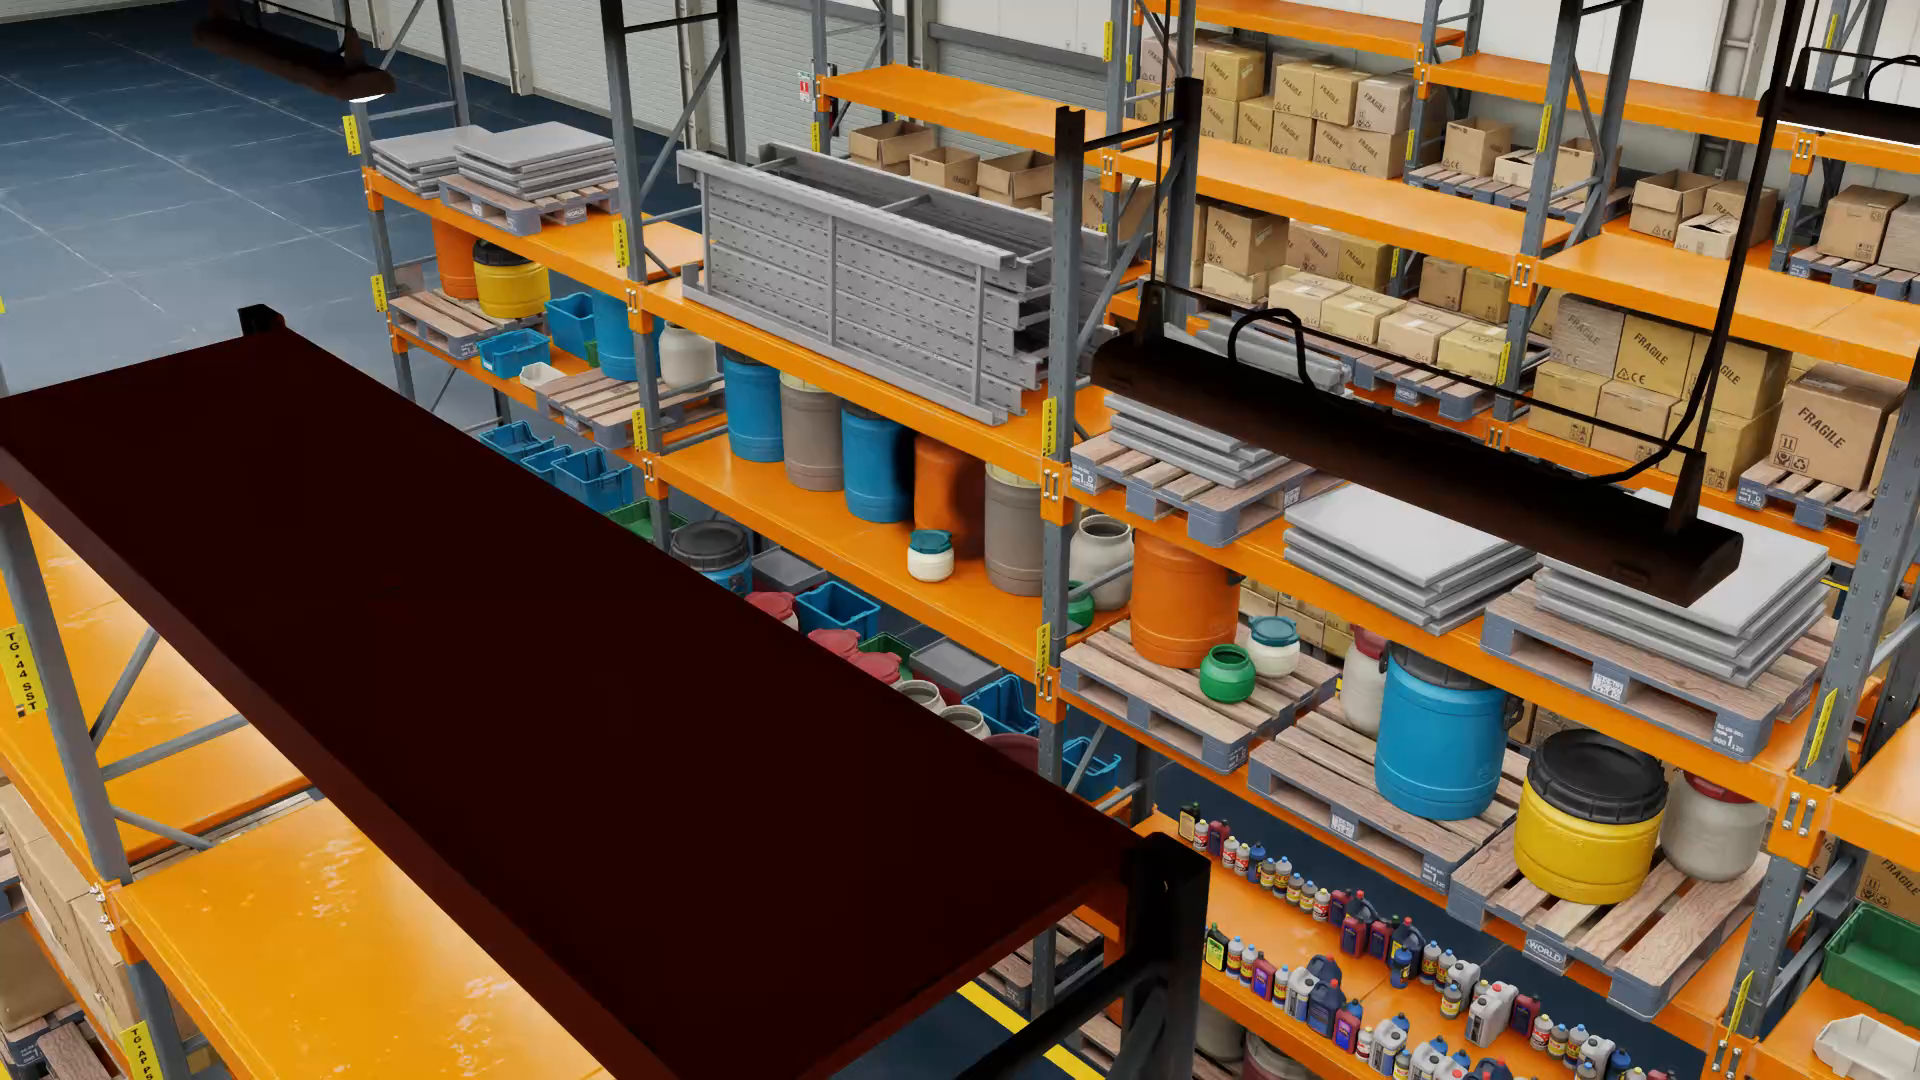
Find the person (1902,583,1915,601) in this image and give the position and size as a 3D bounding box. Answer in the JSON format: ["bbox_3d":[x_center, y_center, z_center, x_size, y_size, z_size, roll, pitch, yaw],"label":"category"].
[{"bbox_3d":[7.498,1.002,13.299,0.460,1.604,0.929,-20,34,-33],"label":"person"}]
